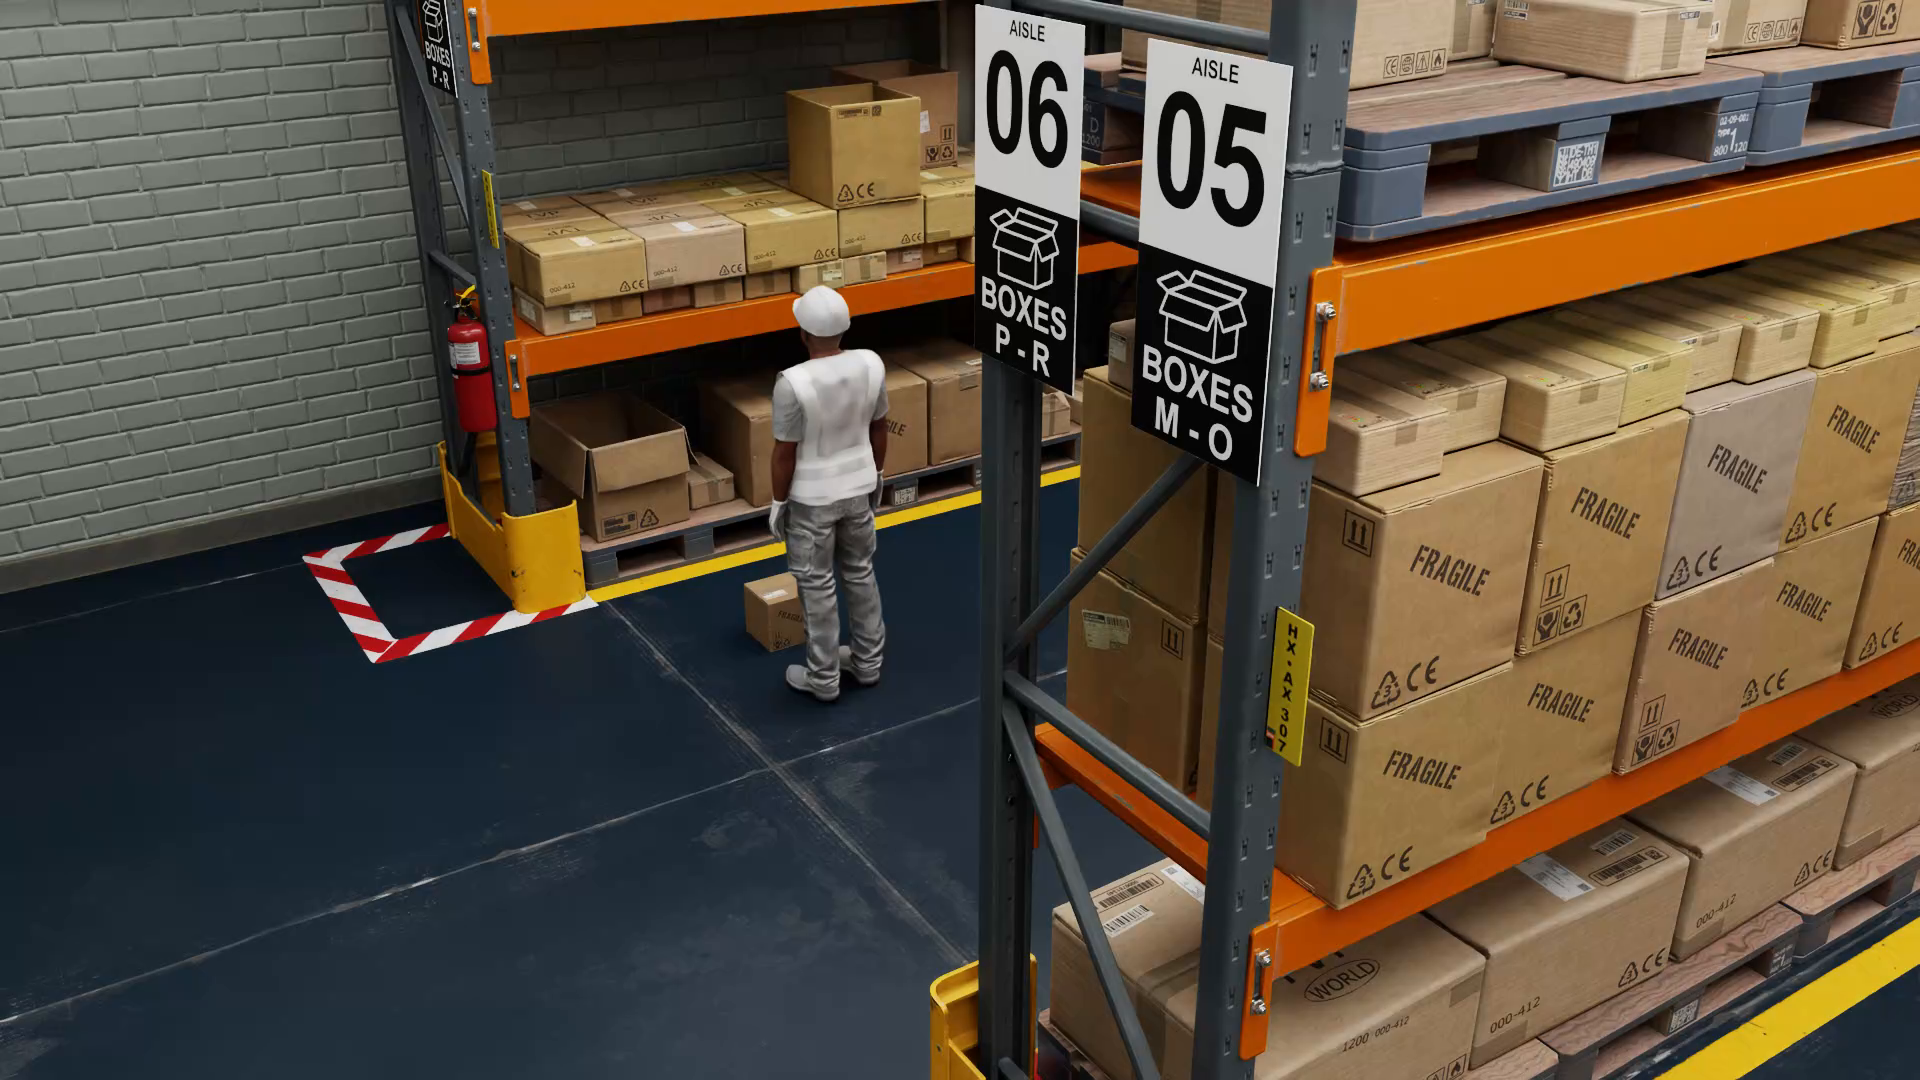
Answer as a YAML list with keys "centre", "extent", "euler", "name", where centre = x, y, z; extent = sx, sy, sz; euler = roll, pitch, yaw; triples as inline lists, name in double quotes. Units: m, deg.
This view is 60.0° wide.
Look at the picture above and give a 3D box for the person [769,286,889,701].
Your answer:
- centre: [-0.550, -0.203, 6.972]
  extent: [0.562, 1.781, 0.357]
  euler: [-18, 30, -34]
  name: "person"
